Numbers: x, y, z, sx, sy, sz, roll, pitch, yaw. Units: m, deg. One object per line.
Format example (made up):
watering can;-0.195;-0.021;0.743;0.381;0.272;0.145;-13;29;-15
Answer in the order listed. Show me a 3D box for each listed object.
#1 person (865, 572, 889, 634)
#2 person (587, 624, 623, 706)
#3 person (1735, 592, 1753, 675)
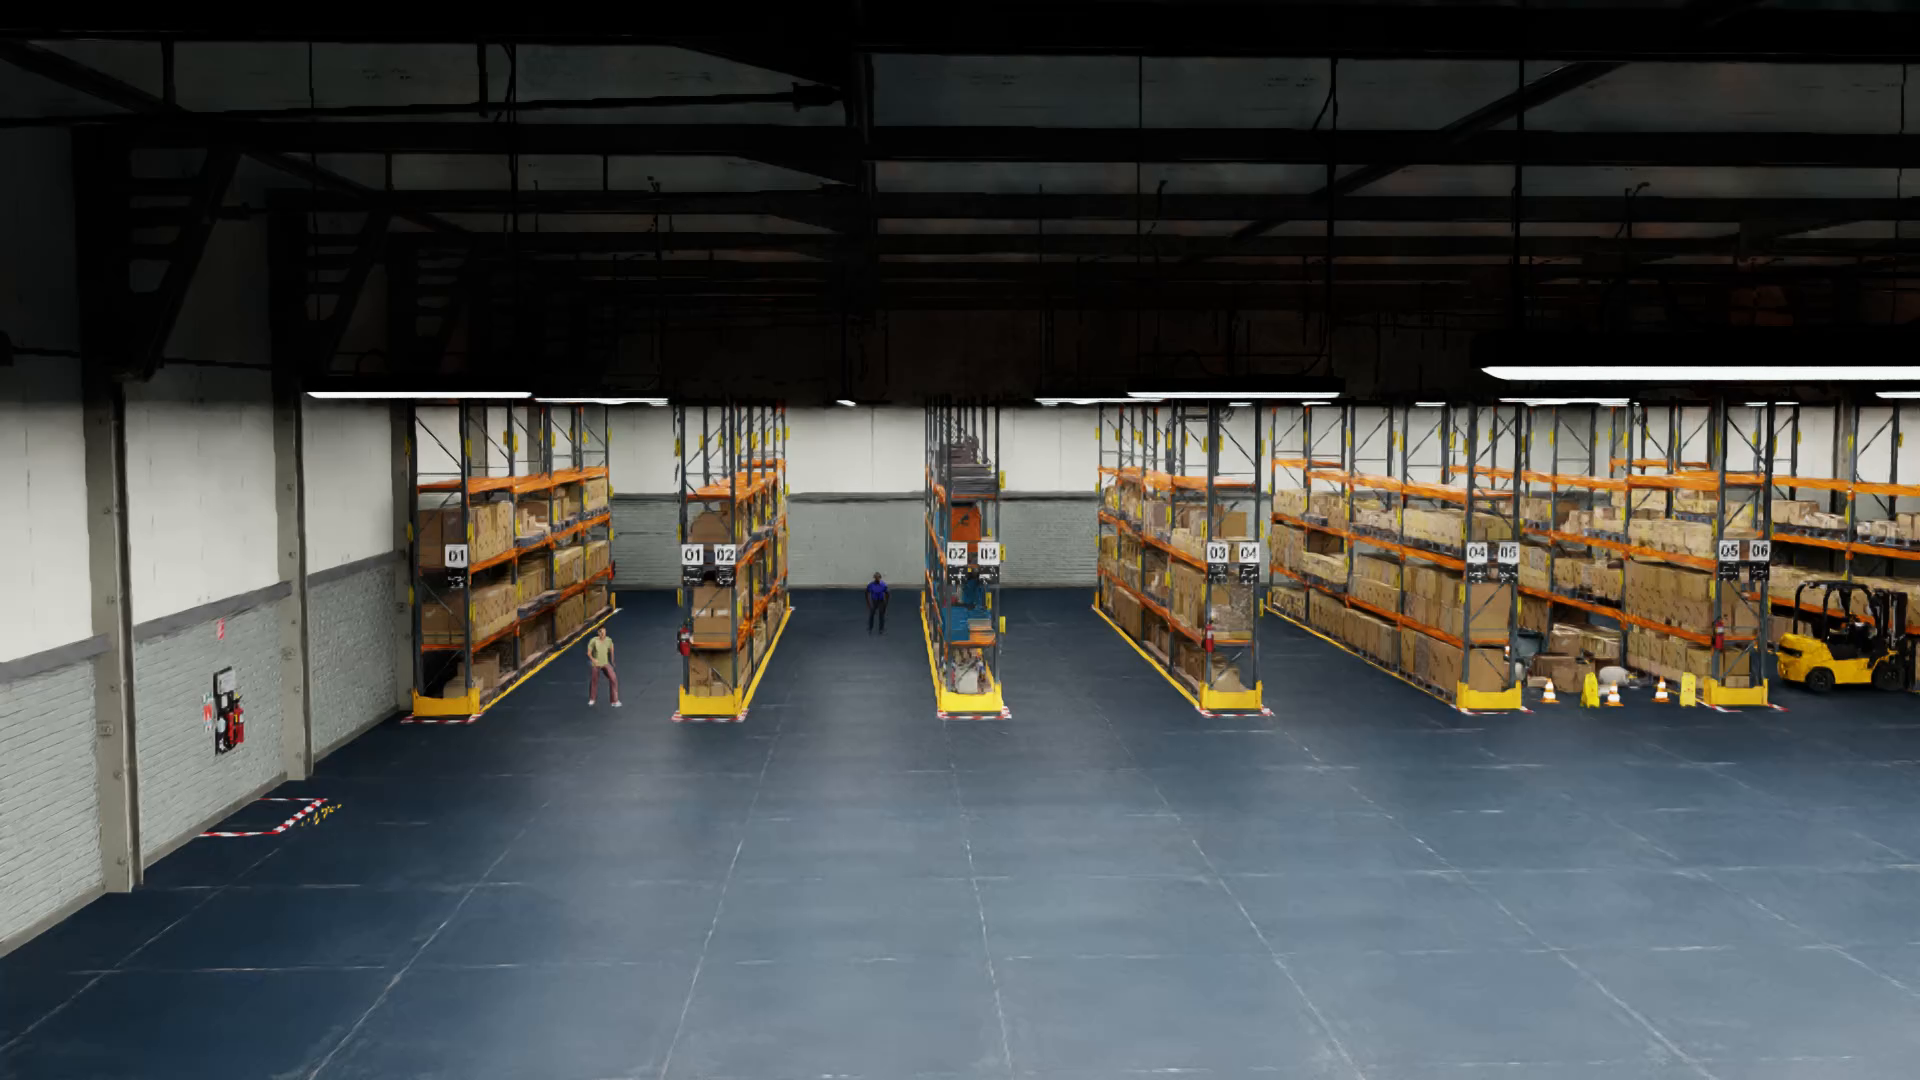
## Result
person;-2.101;1.602;42.141;0.592;1.604;0.518;0;5;-5
person;-6.866;2.391;31.914;0.621;1.610;0.790;-2;5;-23
person;16.747;2.000;35.696;0.551;1.782;0.636;2;5;27
